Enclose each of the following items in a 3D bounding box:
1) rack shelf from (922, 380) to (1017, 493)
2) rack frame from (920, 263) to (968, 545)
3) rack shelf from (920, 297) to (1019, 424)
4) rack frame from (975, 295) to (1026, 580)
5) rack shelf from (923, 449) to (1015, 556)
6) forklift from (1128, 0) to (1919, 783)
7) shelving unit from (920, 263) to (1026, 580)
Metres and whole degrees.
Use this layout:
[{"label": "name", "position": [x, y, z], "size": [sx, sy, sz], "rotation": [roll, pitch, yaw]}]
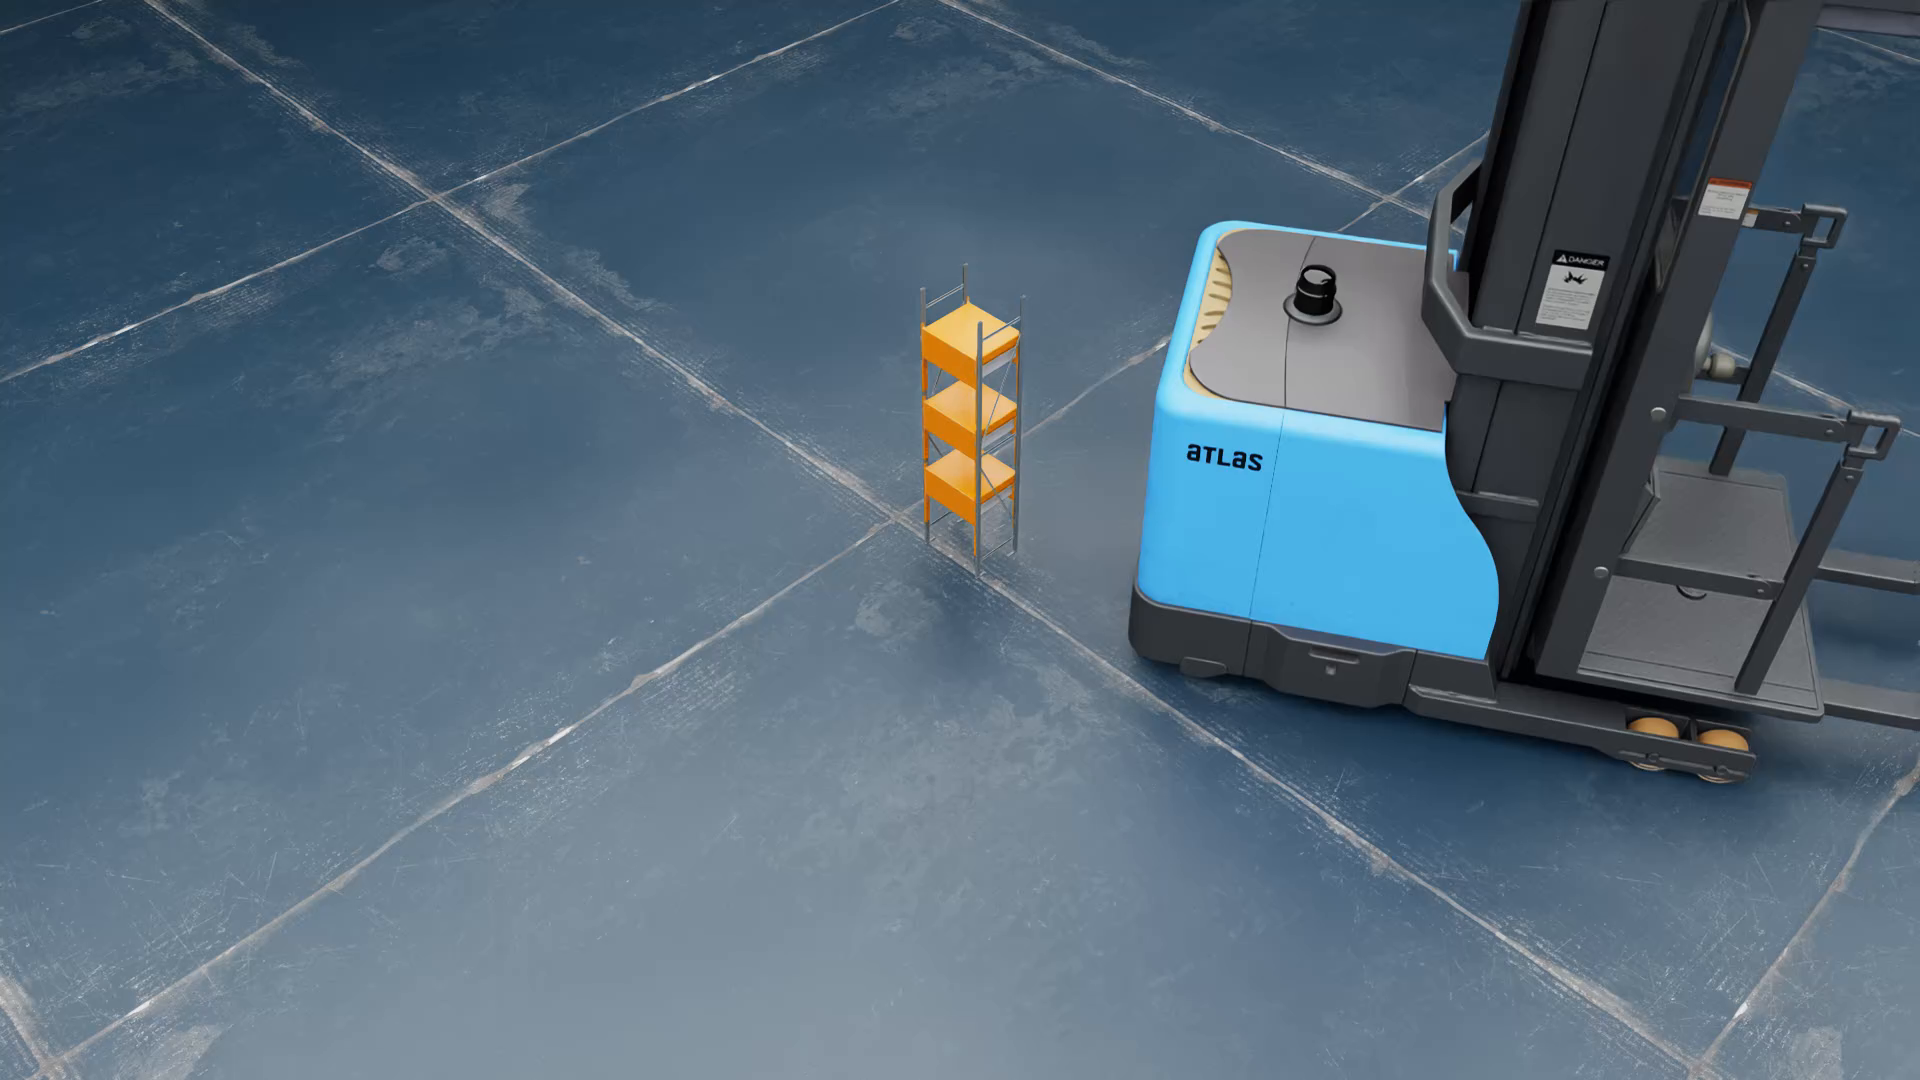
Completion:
[{"label": "rack shelf", "position": [0.038, -0.352, 5.373], "size": [0.215, 0.259, 0.240], "rotation": [-34, 53, -31]}, {"label": "rack frame", "position": [-0.048, -0.418, 5.429], "size": [0.200, 1.050, 0.008], "rotation": [-34, 53, -31]}, {"label": "rack shelf", "position": [0.038, -0.560, 5.180], "size": [0.215, 0.259, 0.240], "rotation": [-34, 53, -31]}, {"label": "rack frame", "position": [0.124, -0.301, 5.302], "size": [0.200, 1.050, 0.008], "rotation": [-34, 53, -31]}, {"label": "rack shelf", "position": [0.038, -0.148, 5.562], "size": [0.215, 0.259, 0.240], "rotation": [-34, 53, -31]}, {"label": "forklift", "position": [2.111, -0.753, 4.405], "size": [3.031, 2.935, 1.130], "rotation": [10, 44, 10]}, {"label": "shelving unit", "position": [0.038, -0.360, 5.366], "size": [0.215, 1.050, 0.252], "rotation": [-34, 53, -31]}]
